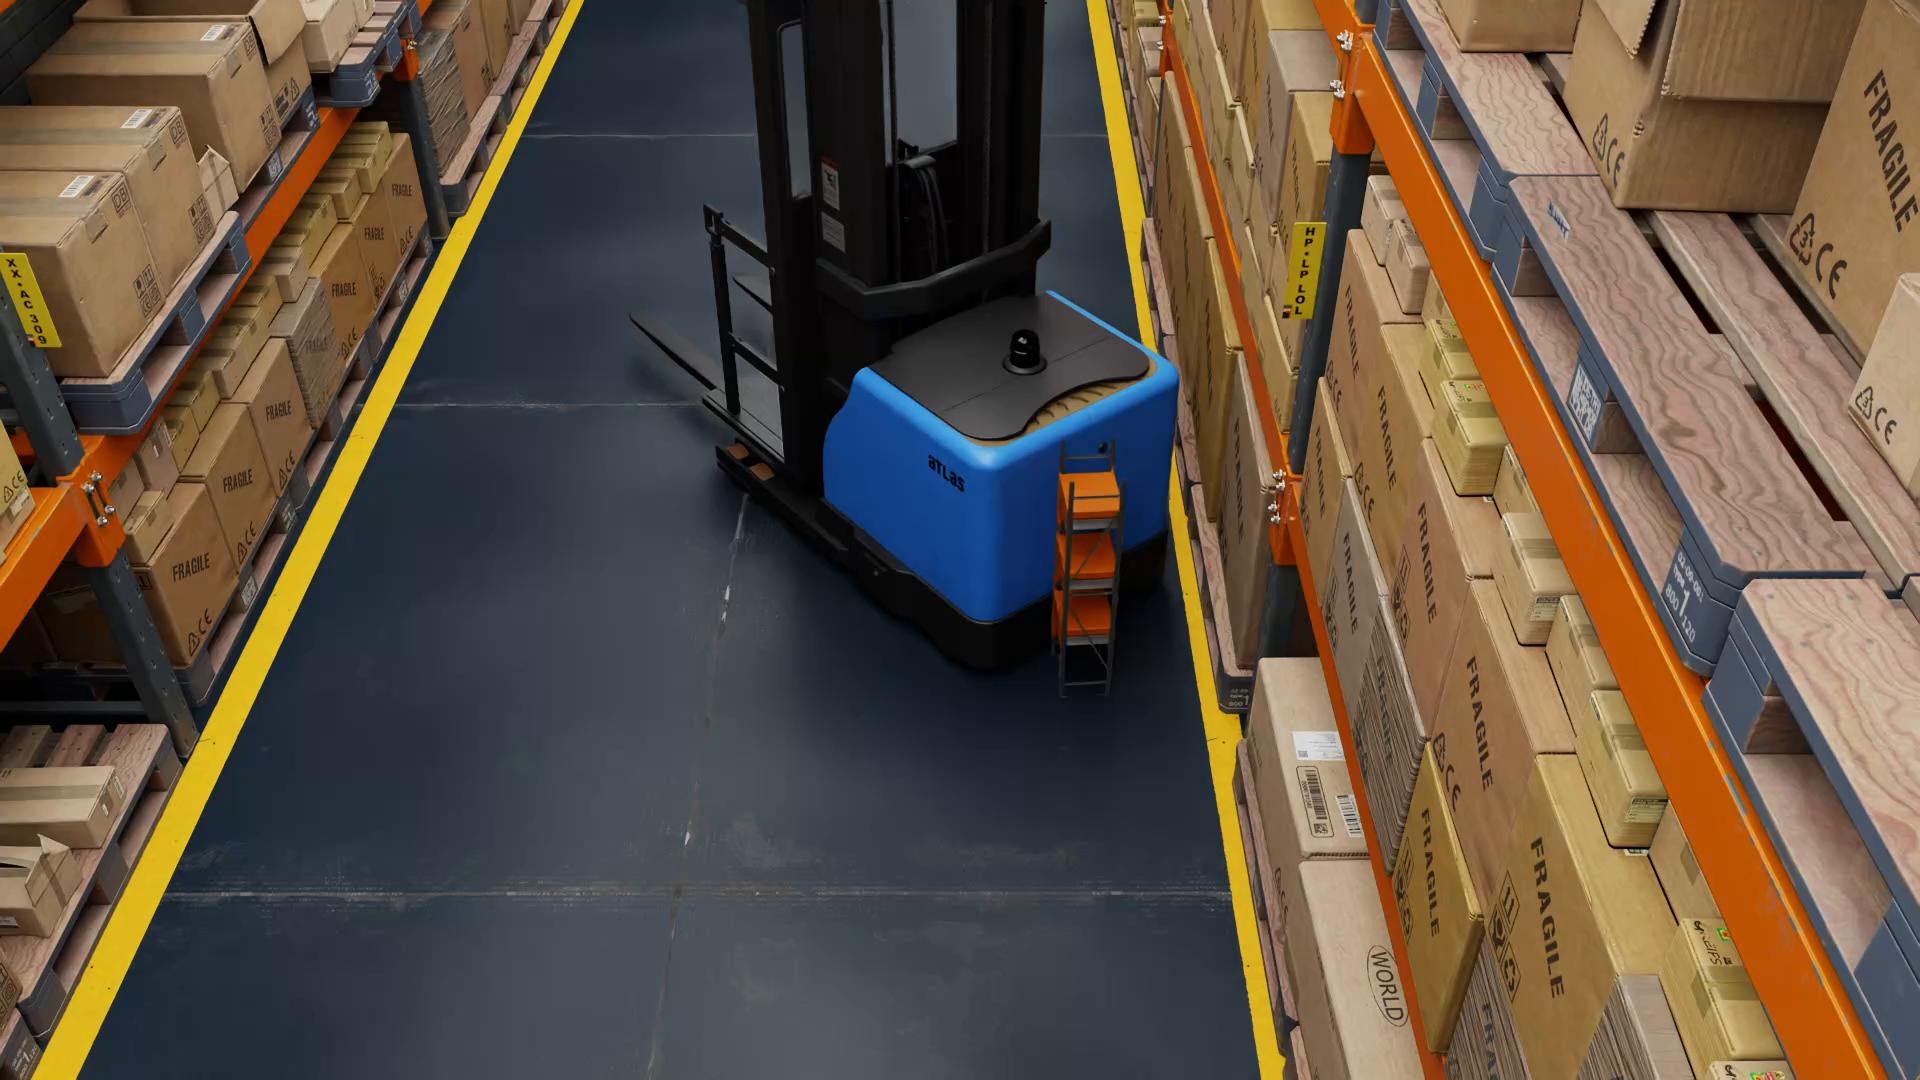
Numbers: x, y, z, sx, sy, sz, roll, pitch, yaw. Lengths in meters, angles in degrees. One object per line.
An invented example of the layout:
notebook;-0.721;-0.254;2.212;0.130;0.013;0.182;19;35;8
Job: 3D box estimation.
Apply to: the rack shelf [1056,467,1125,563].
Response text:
rack shelf;0.474;-0.088;6.084;0.215;0.259;0.240;-3;39;-4

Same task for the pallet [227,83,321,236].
pallet;-3.383;-1.596;6.996;1.003;0.211;1.213;0;39;0

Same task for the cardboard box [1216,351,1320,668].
cardboard box;1.497;-0.114;6.357;0.875;0.875;0.875;1;39;1

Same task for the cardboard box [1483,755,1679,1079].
cardboard box;1.317;0.743;3.044;0.500;0.500;0.500;0;39;0

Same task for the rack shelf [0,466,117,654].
rack shelf;-3.383;1.146;3.997;1.077;0.370;4.000;0;39;0

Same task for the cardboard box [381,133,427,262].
cardboard box;-3.175;-1.811;8.774;0.500;0.500;0.500;1;39;1

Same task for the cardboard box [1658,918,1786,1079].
cardboard box;1.314;0.726;2.547;0.380;0.149;0.250;1;39;1

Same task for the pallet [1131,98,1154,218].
pallet;1.574;-2.293;9.943;1.003;0.211;1.213;0;39;0

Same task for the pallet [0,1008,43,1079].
pallet;-3.381;1.897;4.714;1.003;0.211;1.213;0;39;0

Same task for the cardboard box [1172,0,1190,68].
cardboard box;1.323;-2.528;8.126;0.500;0.250;0.500;-1;39;-1

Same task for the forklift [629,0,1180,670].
forklift;-0.451;-1.497;6.774;1.130;2.935;3.031;-27;46;-29

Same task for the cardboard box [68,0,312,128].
cardboard box;-3.203;-2.070;7.016;0.797;0.503;0.637;-1;39;-1

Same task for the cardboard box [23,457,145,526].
cardboard box;-3.180;-0.168;5.967;0.380;0.149;0.250;-1;39;-1

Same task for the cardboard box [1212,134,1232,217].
cardboard box;1.340;-1.570;6.931;0.500;0.250;0.500;0;39;0

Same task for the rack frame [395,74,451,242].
rack frame;-3.390;-2.887;8.454;1.000;3.000;0.127;0;39;0

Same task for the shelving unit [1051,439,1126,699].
shelving unit;0.474;0.125;6.254;0.215;1.050;0.252;-3;39;-4

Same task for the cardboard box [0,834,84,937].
cardboard box;-3.091;1.089;5.343;0.396;0.266;0.258;1;39;2

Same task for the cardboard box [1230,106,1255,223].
cardboard box;1.320;-1.440;6.368;0.500;0.250;0.500;1;39;1

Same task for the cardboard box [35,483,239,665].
cardboard box;-3.161;0.123;6.360;0.500;0.500;0.500;2;39;2

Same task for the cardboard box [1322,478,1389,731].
cardboard box;1.313;0.178;4.549;0.500;0.500;0.500;0;39;0

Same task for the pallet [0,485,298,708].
pallet;-3.424;0.194;6.839;1.003;0.211;1.213;0;39;0

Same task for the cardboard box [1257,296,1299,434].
cardboard box;1.326;-0.613;5.736;0.500;0.250;0.500;-1;39;-1

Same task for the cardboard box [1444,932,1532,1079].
cardboard box;1.322;1.134;3.356;0.500;0.500;0.500;1;39;1

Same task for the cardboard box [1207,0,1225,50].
cardboard box;1.325;-2.380;6.941;0.500;0.500;0.500;1;39;1

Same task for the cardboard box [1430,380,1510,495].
cardboard box;1.288;-0.234;3.746;0.380;0.149;0.250;-1;39;-1

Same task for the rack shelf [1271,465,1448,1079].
rack shelf;1.580;1.140;4.004;1.077;0.370;4.000;0;39;0

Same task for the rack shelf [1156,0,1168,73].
rack shelf;1.571;-3.863;10.247;1.077;0.370;4.000;0;39;0

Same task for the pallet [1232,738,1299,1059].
pallet;1.501;1.172;5.618;1.003;0.211;1.213;0;39;0

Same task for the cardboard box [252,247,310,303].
cardboard box;-3.163;-1.191;7.481;0.380;0.149;0.250;-2;39;-2

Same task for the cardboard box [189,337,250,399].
cardboard box;-3.186;-0.713;6.885;0.380;0.149;0.250;0;39;0

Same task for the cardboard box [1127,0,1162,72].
cardboard box;1.579;-3.320;10.760;0.950;0.372;0.625;1;39;1

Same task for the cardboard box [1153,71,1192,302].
cardboard box;1.491;-1.796;8.455;0.875;0.875;0.875;0;39;0

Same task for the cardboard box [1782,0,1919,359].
cardboard box;1.730;-0.563;2.660;0.500;0.500;0.500;1;39;1

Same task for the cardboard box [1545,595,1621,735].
cardboard box;1.344;0.241;3.152;0.380;0.149;0.250;1;39;1

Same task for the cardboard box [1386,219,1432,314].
cardboard box;1.335;-0.716;4.346;0.380;0.149;0.250;1;39;1

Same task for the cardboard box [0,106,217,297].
cardboard box;-3.163;-1.215;5.952;0.700;0.500;0.500;0;39;0

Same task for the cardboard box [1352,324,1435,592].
cardboard box;1.331;-0.207;4.230;0.500;0.500;0.500;-1;39;-1

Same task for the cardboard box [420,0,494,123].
cardboard box;-3.386;-2.923;10.062;0.875;0.625;0.625;1;39;1

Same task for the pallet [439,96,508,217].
pallet;-3.352;-2.314;9.968;1.003;0.211;1.213;0;39;0

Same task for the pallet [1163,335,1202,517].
pallet;1.498;-0.551;7.768;1.003;0.211;1.213;0;39;0

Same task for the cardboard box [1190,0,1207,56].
cardboard box;1.327;-2.389;7.553;0.500;0.250;0.500;1;39;1

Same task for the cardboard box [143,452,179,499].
cardboard box;-3.197;-0.225;6.276;0.380;0.149;0.250;-1;39;-1

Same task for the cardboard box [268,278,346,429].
cardboard box;-3.162;-0.846;7.570;0.500;0.500;0.500;-1;39;-2

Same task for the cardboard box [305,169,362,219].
cardboard box;-3.149;-1.684;8.098;0.380;0.149;0.250;-1;39;-2

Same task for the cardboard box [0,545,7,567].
cardboard box;-3.111;0.075;4.959;0.380;0.149;0.250;1;39;1

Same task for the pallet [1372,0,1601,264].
pallet;1.569;-1.016;3.791;1.003;0.211;1.213;0;39;0

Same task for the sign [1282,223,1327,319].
sign;1.036;-0.806;4.994;0.100;0.325;0.005;0;39;0

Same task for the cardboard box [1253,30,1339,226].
cardboard box;1.319;-1.423;5.748;0.500;0.500;0.500;1;39;1
